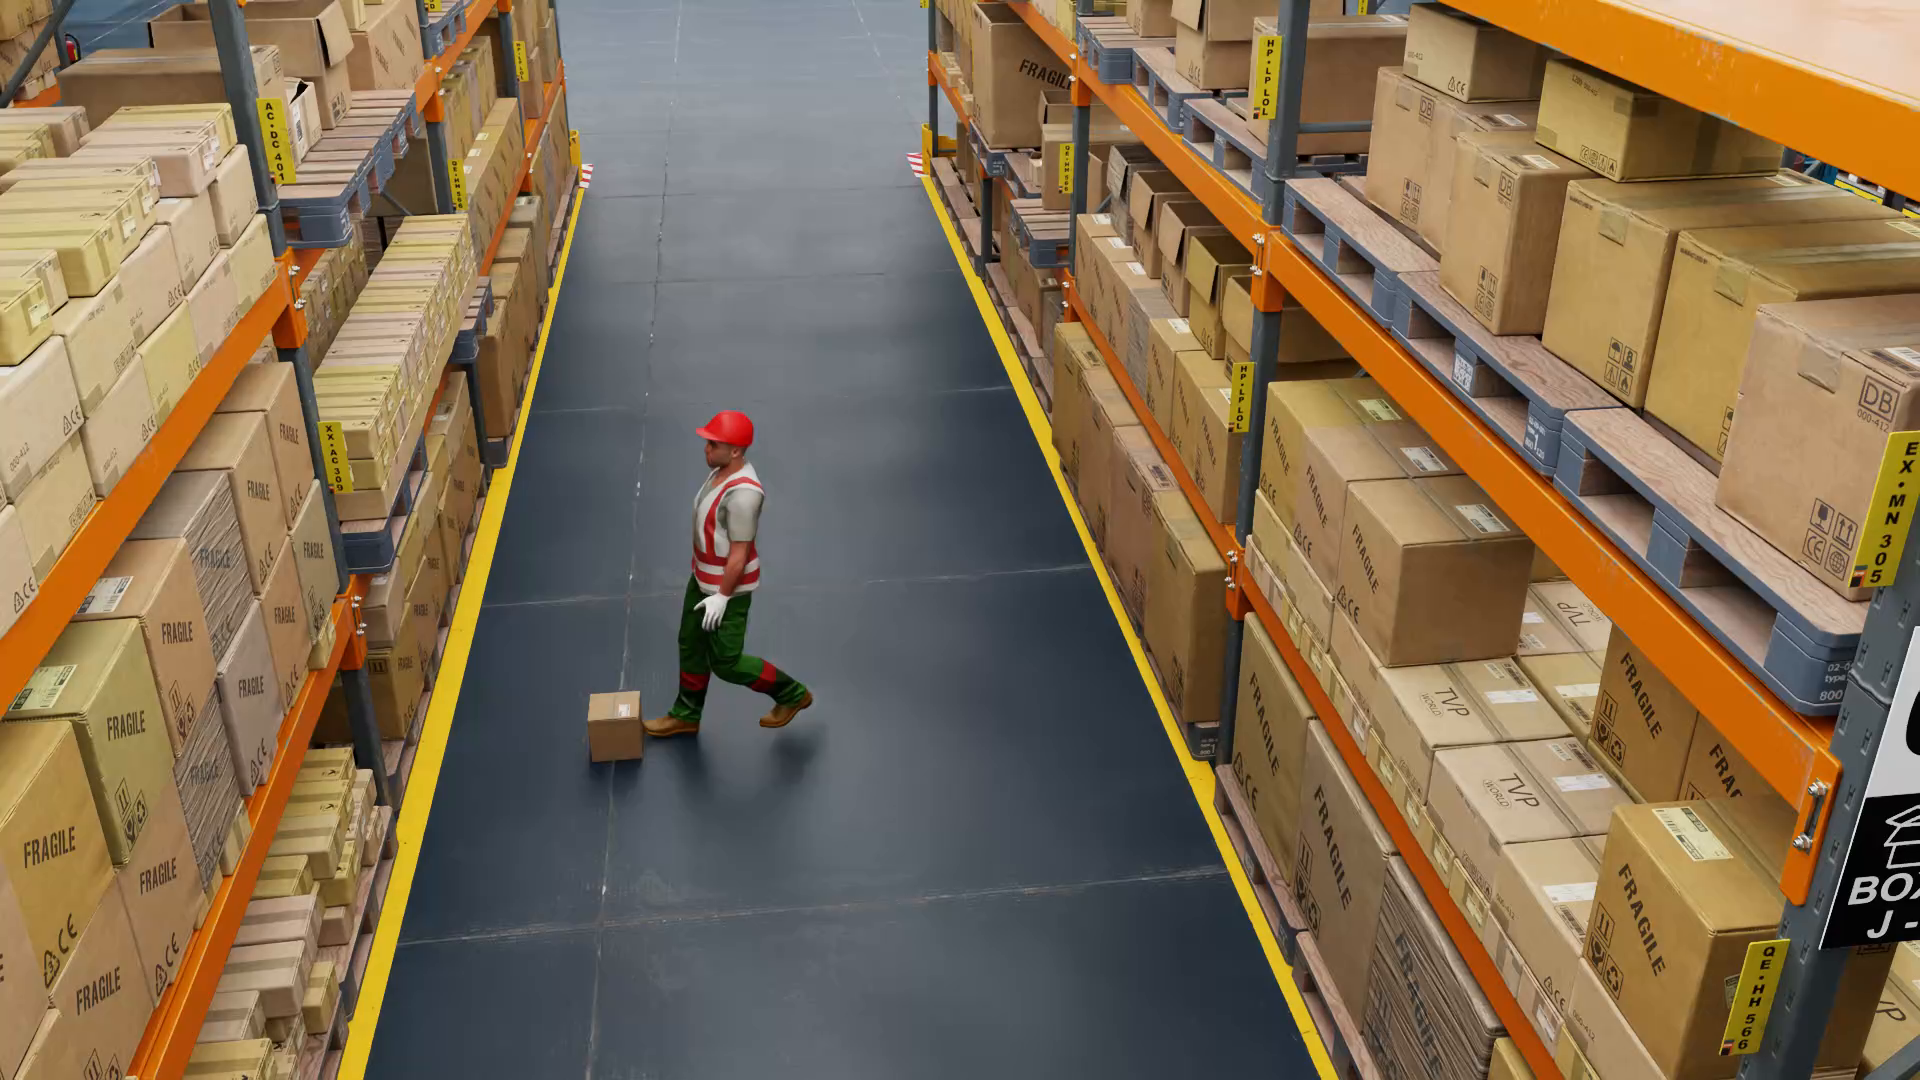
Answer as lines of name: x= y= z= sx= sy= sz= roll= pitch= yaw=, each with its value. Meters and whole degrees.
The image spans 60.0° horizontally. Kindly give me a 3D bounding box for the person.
person: x=-1.197 y=0.208 z=8.188 sx=0.852 sy=1.764 sz=0.546 roll=-10 pitch=29 yaw=-19
